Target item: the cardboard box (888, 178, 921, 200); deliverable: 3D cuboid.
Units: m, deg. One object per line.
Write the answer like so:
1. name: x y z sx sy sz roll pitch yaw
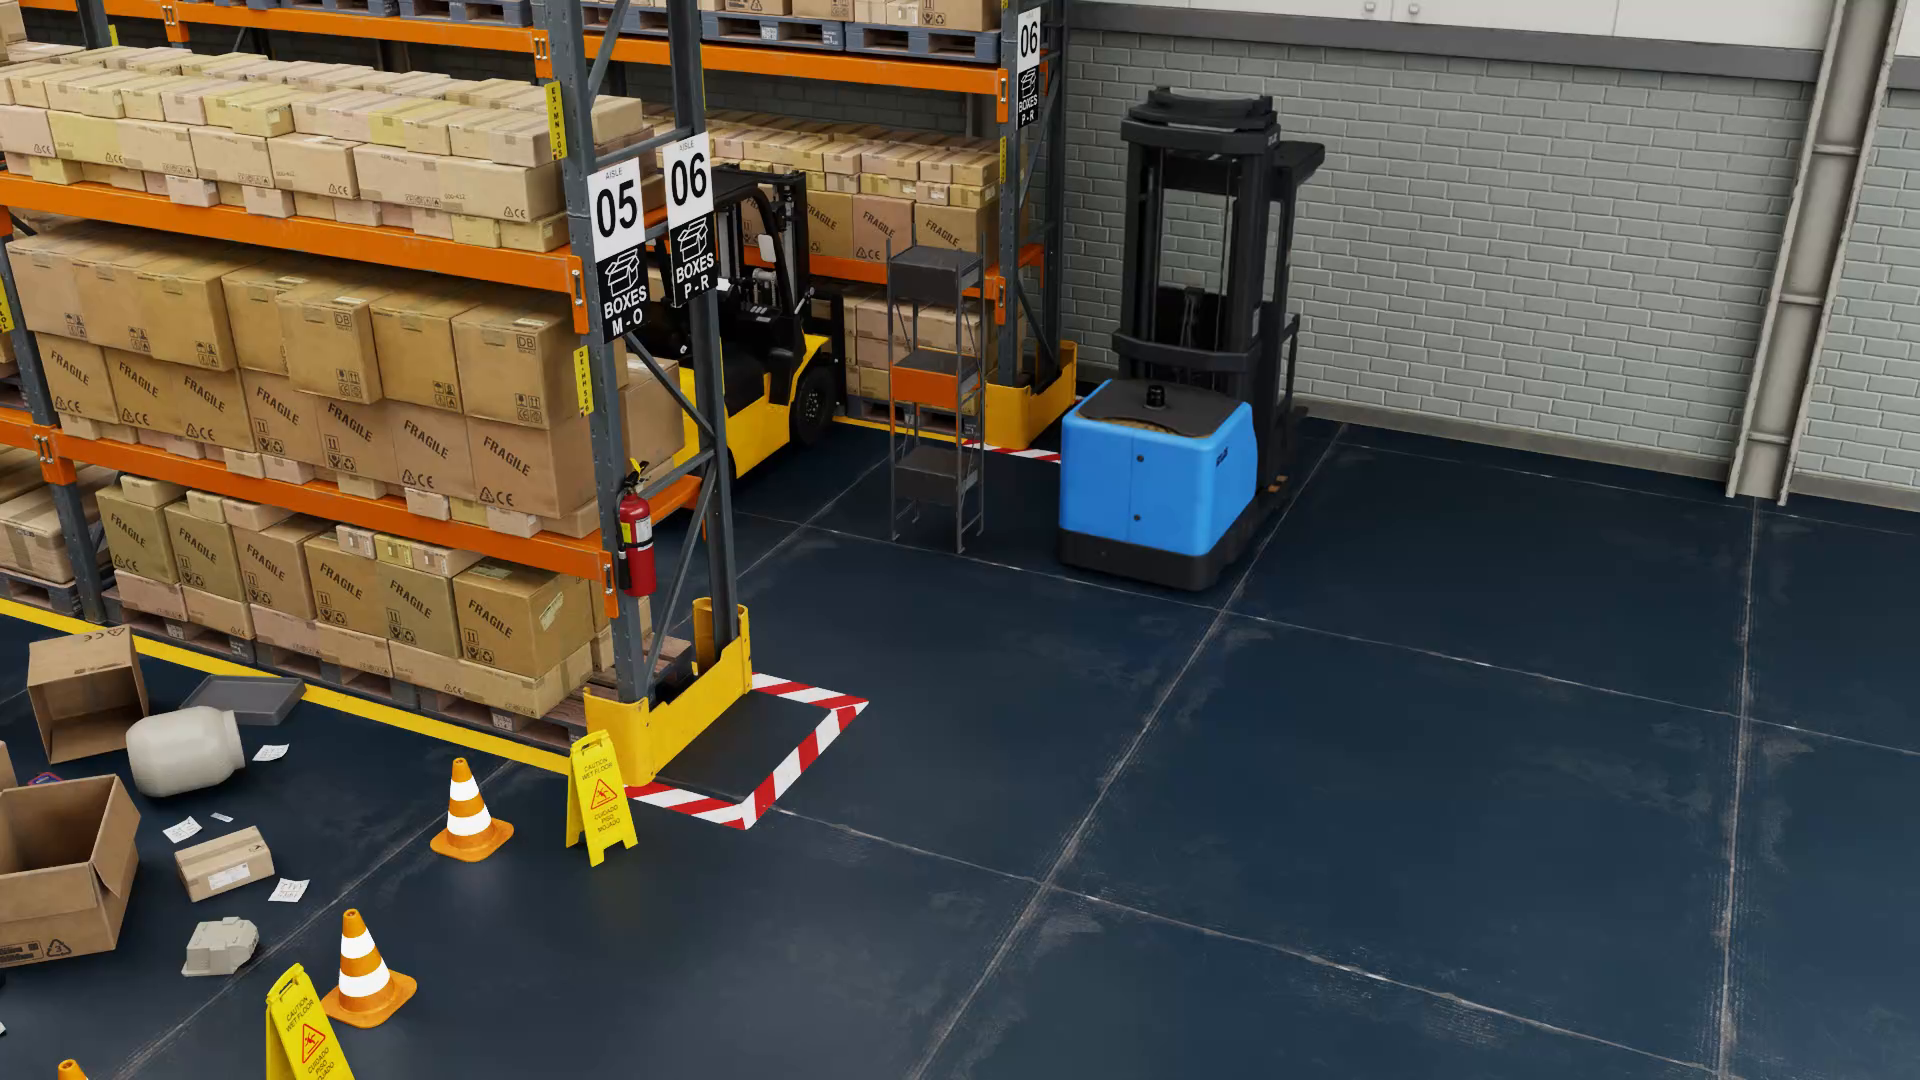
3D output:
1. cardboard box: -0.342 -2.687 12.533 0.250 0.149 0.380 12 29 23

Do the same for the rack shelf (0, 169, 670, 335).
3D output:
1. rack shelf: -3.327 -1.685 8.766 4.000 0.370 1.077 11 28 22

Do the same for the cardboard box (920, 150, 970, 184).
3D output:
1. cardboard box: -0.105 -2.776 12.378 0.250 0.149 0.380 11 28 22

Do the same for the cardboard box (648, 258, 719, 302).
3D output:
1. cardboard box: -2.324 -2.116 13.727 0.500 0.250 0.500 11 28 22

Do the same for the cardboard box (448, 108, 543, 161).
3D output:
1. cardboard box: -2.155 -1.893 7.755 0.250 0.149 0.380 12 29 23

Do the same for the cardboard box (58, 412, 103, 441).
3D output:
1. cardboard box: -4.993 -0.729 9.689 0.250 0.149 0.380 11 28 22

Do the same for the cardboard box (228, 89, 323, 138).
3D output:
1. cardboard box: -3.346 -2.098 8.170 0.250 0.149 0.380 12 29 23

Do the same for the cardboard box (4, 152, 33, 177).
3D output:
1. cardboard box: -4.963 -2.104 9.086 0.250 0.149 0.380 11 28 21

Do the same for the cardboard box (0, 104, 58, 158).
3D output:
1. cardboard box: -4.860 -2.250 8.930 0.500 0.250 0.500 11 28 21

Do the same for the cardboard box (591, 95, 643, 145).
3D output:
1. cardboard box: -1.745 -2.035 8.042 0.250 0.149 0.380 11 28 21

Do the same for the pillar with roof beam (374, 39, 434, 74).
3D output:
1. pillar with roof beam: -6.959 -4.841 10.964 0.400 9.000 9.100 11 28 22

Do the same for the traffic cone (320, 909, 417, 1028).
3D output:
1. traffic cone: -2.581 1.790 7.160 0.334 0.463 0.336 11 28 22

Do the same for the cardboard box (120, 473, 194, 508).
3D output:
1. cardboard box: -4.633 -0.347 9.683 0.250 0.149 0.380 12 29 23

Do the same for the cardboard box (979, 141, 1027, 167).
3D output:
1. cardboard box: 0.328 -2.910 12.650 0.250 0.149 0.380 11 28 21

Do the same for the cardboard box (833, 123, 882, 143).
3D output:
1. cardboard box: -0.810 -3.191 13.221 0.250 0.149 0.380 11 28 21

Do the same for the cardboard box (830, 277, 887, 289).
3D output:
1. cardboard box: -0.721 -2.046 13.586 0.500 0.250 0.500 11 28 21

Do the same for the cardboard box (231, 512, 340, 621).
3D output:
1. cardboard box: -3.758 0.086 9.538 0.500 0.500 0.500 13 29 24

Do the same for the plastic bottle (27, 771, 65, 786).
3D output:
1. plastic bottle: -4.749 1.280 8.650 0.283 0.061 0.133 17 31 31

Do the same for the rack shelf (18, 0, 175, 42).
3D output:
1. rack shelf: -8.558 -5.145 15.792 4.000 0.370 1.077 11 28 22

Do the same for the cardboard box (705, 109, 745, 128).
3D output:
1. cardboard box: -1.969 -3.431 13.708 0.250 0.149 0.380 11 28 21

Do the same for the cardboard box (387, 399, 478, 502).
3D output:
1. cardboard box: -2.568 -0.557 8.605 0.500 0.500 0.500 11 28 22

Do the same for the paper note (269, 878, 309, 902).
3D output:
1. paper note: -3.191 1.663 7.908 0.142 0.019 0.148 2 26 4

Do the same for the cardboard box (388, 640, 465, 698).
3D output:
1. cardboard box: -2.822 0.611 9.321 0.500 0.250 0.500 11 28 22

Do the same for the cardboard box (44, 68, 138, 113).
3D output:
1. cardboard box: -4.510 -2.342 8.667 0.250 0.149 0.380 10 28 20

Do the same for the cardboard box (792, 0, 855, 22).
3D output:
1. cardboard box: -0.850 -4.128 12.210 0.500 0.500 0.700 12 28 22

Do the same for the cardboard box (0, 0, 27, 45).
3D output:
1. cardboard box: -5.971 -3.074 9.901 0.500 0.250 0.500 11 28 21

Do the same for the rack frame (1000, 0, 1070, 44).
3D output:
1. rack frame: 0.545 -4.985 11.257 0.127 3.000 1.000 11 28 22

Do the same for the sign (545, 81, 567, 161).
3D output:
1. sign: -1.754 -1.820 7.223 0.005 0.325 0.100 11 28 22

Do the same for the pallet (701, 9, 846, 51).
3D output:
1. pallet: -1.202 -3.962 12.674 1.213 0.211 1.003 11 28 22

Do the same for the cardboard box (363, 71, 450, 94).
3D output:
1. cardboard box: -2.850 -2.308 8.598 0.250 0.149 0.380 12 29 23

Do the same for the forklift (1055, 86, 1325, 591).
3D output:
1. forklift: 1.734 -1.615 11.282 1.130 2.935 3.031 12 29 23

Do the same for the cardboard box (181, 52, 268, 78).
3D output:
1. cardboard box: -4.010 -2.554 9.097 0.250 0.149 0.380 12 29 23

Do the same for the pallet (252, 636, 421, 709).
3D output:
1. pallet: -3.407 0.554 9.956 1.213 0.211 1.003 11 28 22

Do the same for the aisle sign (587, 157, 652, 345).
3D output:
1. aisle sign: -1.570 -1.335 7.693 0.004 0.787 0.394 11 28 22

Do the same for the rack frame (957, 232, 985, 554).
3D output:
1. rack frame: 0.071 -0.928 10.827 0.015 2.100 0.400 11 28 22

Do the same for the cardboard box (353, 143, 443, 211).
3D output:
1. cardboard box: -2.535 -1.792 8.000 0.500 0.250 0.500 11 28 21

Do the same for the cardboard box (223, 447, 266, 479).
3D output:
1. cardboard box: -3.833 -0.491 9.206 0.250 0.149 0.380 12 28 22

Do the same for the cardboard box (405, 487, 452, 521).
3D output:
1. cardboard box: -2.683 -0.259 8.733 0.250 0.149 0.380 12 29 23

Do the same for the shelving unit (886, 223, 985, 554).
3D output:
1. shelving unit: -0.151 -0.972 10.917 0.503 2.100 0.431 11 28 22

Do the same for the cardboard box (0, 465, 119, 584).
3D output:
1. cardboard box: -5.626 -0.133 10.693 0.625 0.372 0.950 12 29 22

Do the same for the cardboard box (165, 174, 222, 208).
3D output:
1. cardboard box: -3.828 -1.835 8.539 0.250 0.149 0.380 11 28 21

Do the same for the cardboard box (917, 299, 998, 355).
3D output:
1. cardboard box: -0.003 -1.656 12.792 0.500 0.250 0.500 12 29 24

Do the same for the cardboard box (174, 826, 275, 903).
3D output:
1. cardboard box: -3.535 1.555 7.993 0.380 0.149 0.250 -18 31 -31

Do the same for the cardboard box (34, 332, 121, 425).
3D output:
1. cardboard box: -4.862 -1.014 9.533 0.500 0.500 0.500 11 28 22

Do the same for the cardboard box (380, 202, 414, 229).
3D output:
1. cardboard box: -2.617 -1.650 8.164 0.250 0.149 0.380 12 28 22

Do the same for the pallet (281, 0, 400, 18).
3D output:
1. pallet: -5.063 -4.726 14.340 1.213 0.211 1.003 13 29 24

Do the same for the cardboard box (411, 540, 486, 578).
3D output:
1. cardboard box: -2.705 0.039 8.898 0.250 0.149 0.380 12 29 23

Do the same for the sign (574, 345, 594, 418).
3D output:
1. sign: -1.754 -0.739 7.755 0.005 0.325 0.100 11 28 22

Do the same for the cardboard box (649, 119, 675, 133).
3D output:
1. cardboard box: -2.417 -3.262 13.365 0.250 0.149 0.380 11 28 21

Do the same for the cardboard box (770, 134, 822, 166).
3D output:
1. cardboard box: -1.267 -3.022 12.877 0.250 0.149 0.380 12 29 23

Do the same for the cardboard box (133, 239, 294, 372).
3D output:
1. cardboard box: -3.935 -1.283 8.947 0.500 0.500 0.700 11 28 21

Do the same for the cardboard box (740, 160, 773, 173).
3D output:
1. cardboard box: -1.515 -2.906 12.978 0.250 0.149 0.380 11 28 21

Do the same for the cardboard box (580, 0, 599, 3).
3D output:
1. cardboard box: -2.813 -4.287 12.931 0.250 0.149 0.380 12 29 23

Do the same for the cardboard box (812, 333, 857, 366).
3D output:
1. cardboard box: -0.958 -1.618 13.281 0.500 0.250 0.500 11 28 21

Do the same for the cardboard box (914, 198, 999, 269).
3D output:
1. cardboard box: -0.011 -2.323 12.528 0.500 0.500 0.500 11 28 21
